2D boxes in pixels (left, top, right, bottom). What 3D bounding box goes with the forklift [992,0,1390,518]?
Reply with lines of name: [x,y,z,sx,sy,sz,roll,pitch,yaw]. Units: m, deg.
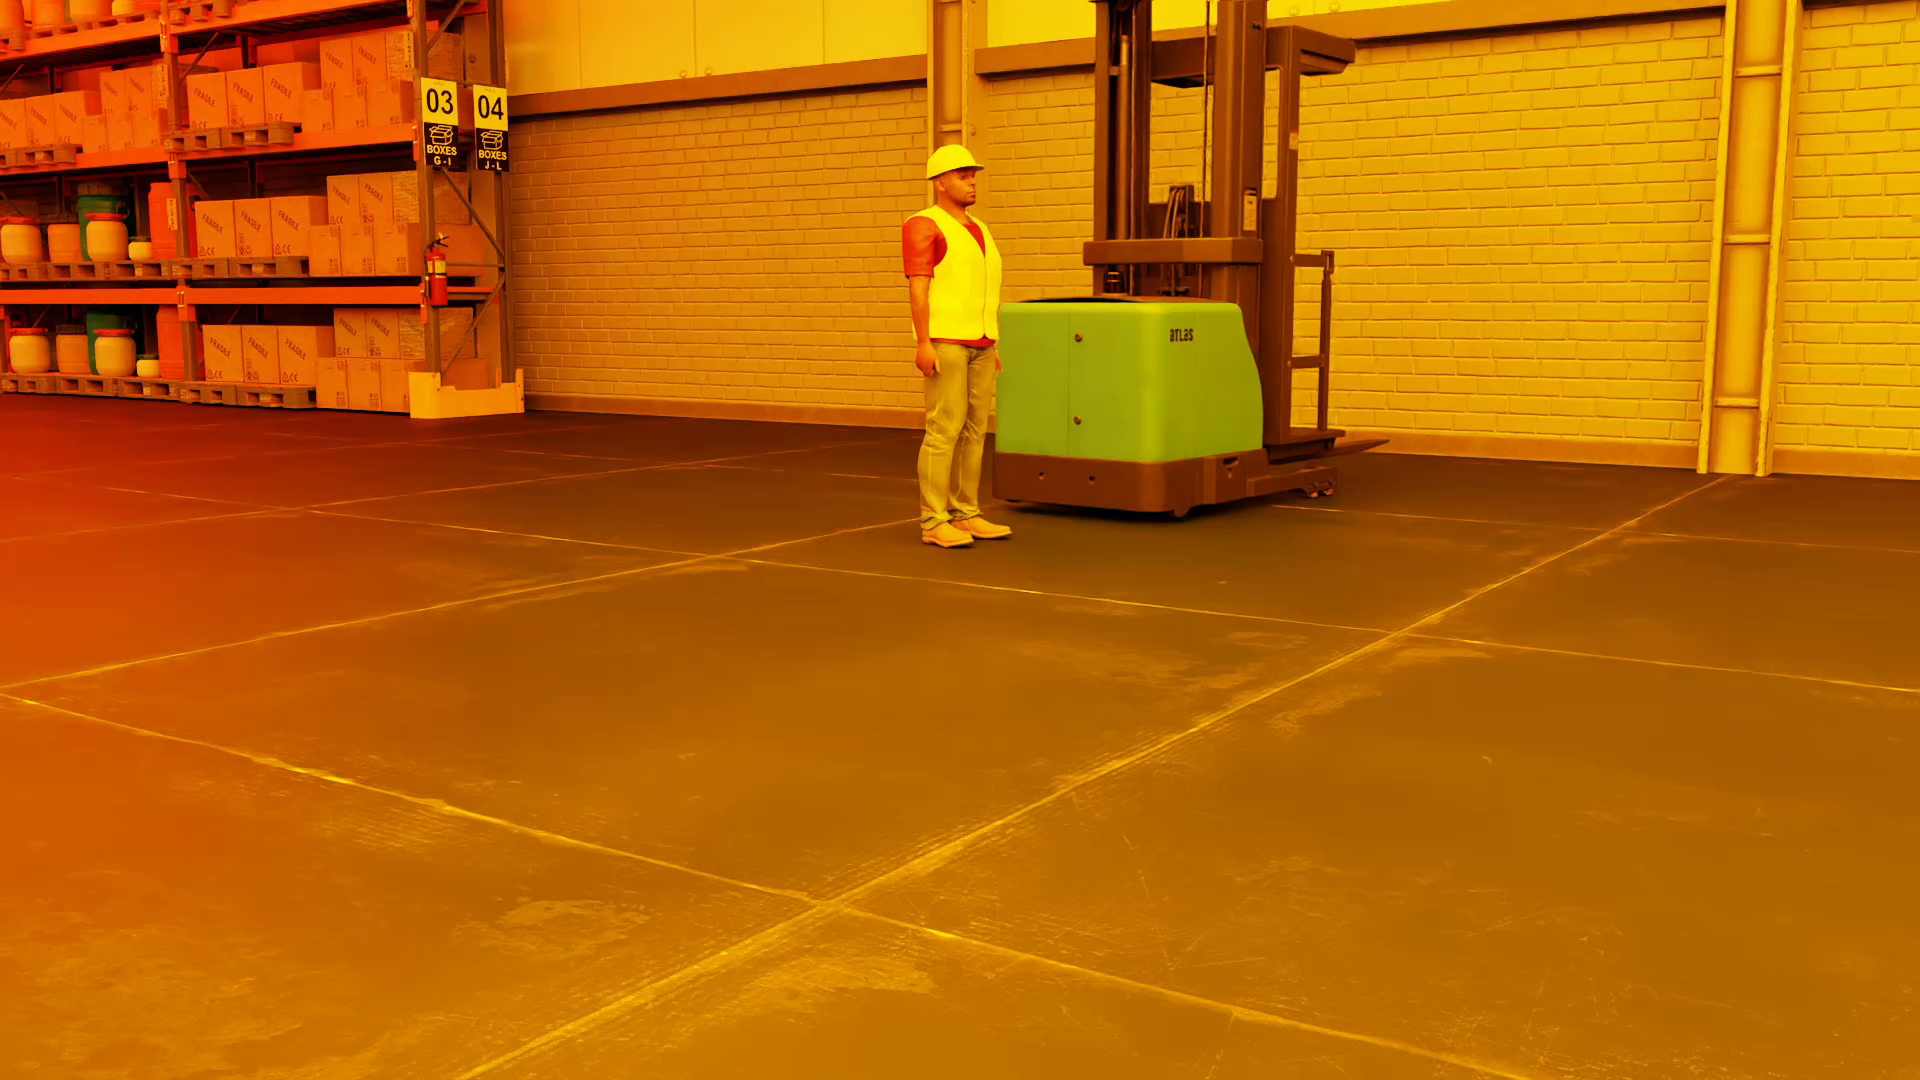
forklift: [1.485,-1.720,9.290,1.130,2.935,3.031,6,10,38]

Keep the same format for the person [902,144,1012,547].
person: [0.000,-0.874,7.482,0.395,1.770,0.556,5,10,34]
